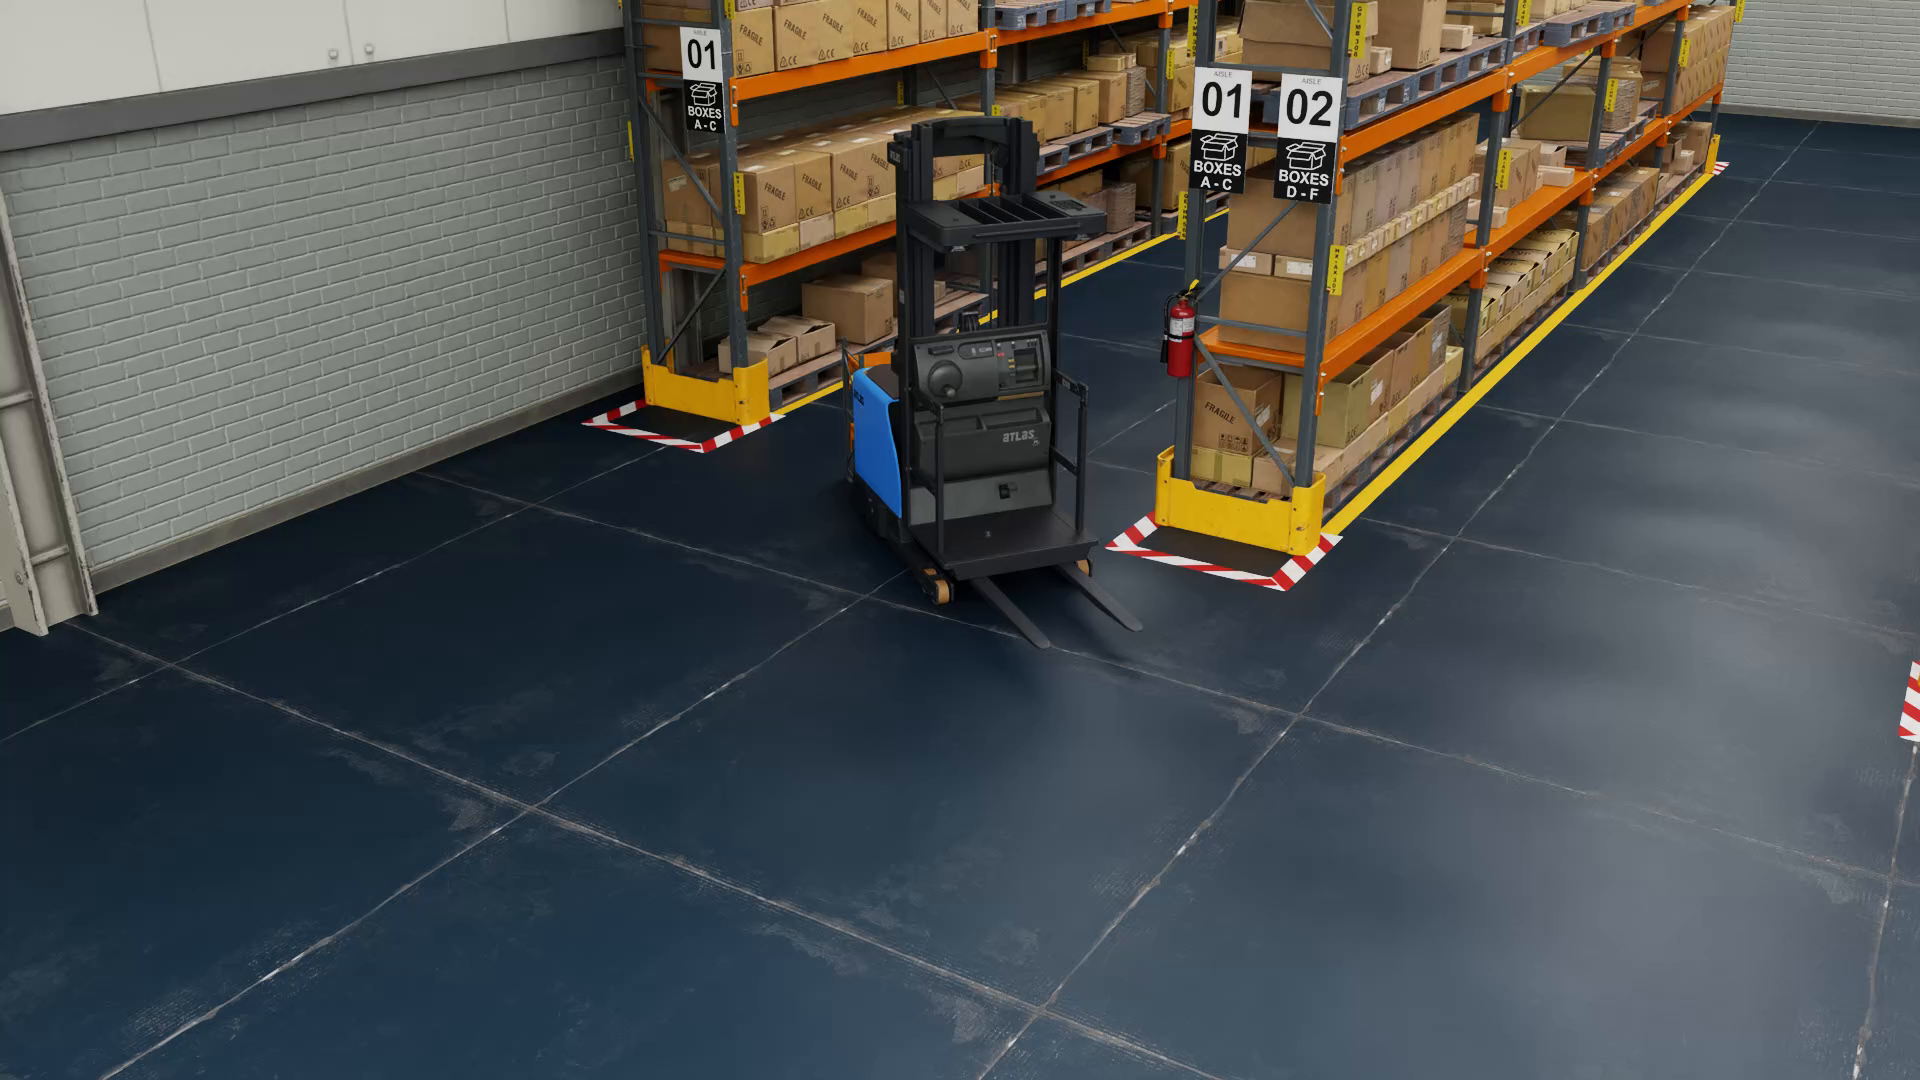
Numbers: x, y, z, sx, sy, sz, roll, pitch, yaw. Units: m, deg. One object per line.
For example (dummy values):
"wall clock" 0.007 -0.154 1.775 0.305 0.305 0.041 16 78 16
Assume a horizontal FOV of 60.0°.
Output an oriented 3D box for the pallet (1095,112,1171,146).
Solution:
"pallet" 1.709 -4.831 19.376 1.213 0.211 1.003 14 27 29

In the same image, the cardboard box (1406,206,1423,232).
"cardboard box" 3.325 -2.484 12.770 0.380 0.149 0.250 15 28 31

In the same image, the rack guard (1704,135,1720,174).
"rack guard" 10.385 -5.673 24.225 1.175 0.500 0.348 14 27 29

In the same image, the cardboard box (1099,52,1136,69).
"cardboard box" 1.838 -5.605 19.426 0.380 0.149 0.250 10 25 22

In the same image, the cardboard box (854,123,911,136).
"cardboard box" -0.635 -3.555 15.406 0.500 0.500 0.500 13 27 27

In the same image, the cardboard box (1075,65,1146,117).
"cardboard box" 1.755 -5.269 19.467 0.700 0.500 0.500 11 26 23

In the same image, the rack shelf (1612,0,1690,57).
"rack shelf" 7.260 -5.867 18.657 1.077 0.370 4.000 14 27 29

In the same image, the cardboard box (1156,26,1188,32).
"cardboard box" 2.831 -6.444 21.390 0.500 0.250 0.500 13 27 28

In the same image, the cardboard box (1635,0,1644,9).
"cardboard box" 6.950 -6.070 18.094 0.910 0.500 0.500 14 27 29

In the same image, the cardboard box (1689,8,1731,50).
"cardboard box" 10.158 -6.972 22.695 0.500 0.500 0.500 15 27 30

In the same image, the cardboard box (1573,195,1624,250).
"cardboard box" 7.228 -3.640 18.976 0.500 0.500 0.500 13 27 28

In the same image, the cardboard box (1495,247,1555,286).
"cardboard box" 5.601 -2.759 16.574 0.500 0.311 0.500 14 27 29

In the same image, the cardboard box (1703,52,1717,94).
"cardboard box" 9.881 -6.340 22.494 0.500 0.500 0.500 14 27 29

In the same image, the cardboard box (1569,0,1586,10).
"cardboard box" 5.752 -5.300 16.102 0.500 0.250 0.500 15 27 30

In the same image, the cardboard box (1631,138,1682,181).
"cardboard box" 9.301 -5.187 22.545 0.797 0.503 0.637 14 27 29

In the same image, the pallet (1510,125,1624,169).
"pallet" 6.503 -4.301 18.151 1.213 0.211 1.003 14 27 29

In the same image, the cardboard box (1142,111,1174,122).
"cardboard box" 2.365 -5.139 20.136 0.380 0.149 0.250 13 27 28

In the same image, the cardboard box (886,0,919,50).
"cardboard box" -0.710 -4.679 14.855 0.500 0.500 0.500 13 26 27

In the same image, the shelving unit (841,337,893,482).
"shelving unit" -0.310 -0.975 12.586 1.048 1.125 0.538 -8 25 -18

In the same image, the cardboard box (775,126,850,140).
"cardboard box" -1.349 -3.484 15.241 0.500 0.500 0.500 14 27 30

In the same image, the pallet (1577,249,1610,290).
"pallet" 6.631 -3.110 18.668 1.003 0.211 1.213 14 27 29

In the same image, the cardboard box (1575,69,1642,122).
"cardboard box" 7.435 -5.125 19.158 0.700 0.500 0.500 7 24 16

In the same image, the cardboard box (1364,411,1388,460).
"cardboard box" 2.982 -0.849 12.868 0.500 0.250 0.500 14 27 29

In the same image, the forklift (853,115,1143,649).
"forklift" 0.231 -1.113 10.631 1.130 2.935 3.031 -9 25 -20

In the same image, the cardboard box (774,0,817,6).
"cardboard box" -1.508 -4.611 13.439 0.500 0.500 0.500 14 27 28

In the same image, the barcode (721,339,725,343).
"barcode" -2.114 -1.759 14.857 0.001 0.075 0.075 14 27 29

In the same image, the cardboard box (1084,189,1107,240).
"cardboard box" 1.288 -3.834 19.423 0.700 0.500 0.500 14 27 29

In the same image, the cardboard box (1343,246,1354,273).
"cardboard box" 2.512 -1.966 11.573 0.380 0.149 0.250 13 27 28

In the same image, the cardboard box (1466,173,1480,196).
"cardboard box" 4.133 -3.002 13.967 0.380 0.149 0.250 14 27 29

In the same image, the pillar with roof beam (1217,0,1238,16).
"pillar with roof beam" 7.396 -8.801 20.753 9.100 9.000 0.400 14 27 29

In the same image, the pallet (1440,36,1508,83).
"pallet" 3.667 -3.838 13.176 1.003 0.211 1.213 14 27 29

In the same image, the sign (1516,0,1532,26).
"sign" 4.567 -4.330 13.450 0.100 0.325 0.005 14 27 29

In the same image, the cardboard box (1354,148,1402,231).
"cardboard box" 2.808 -2.608 12.241 0.700 0.500 0.500 14 27 29

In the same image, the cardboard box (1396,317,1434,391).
"cardboard box" 3.502 -1.532 13.502 0.500 0.500 0.500 14 27 29

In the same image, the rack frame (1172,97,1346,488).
"rack frame" 1.985 -1.445 11.313 1.000 3.000 0.127 14 27 29

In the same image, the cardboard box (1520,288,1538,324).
"cardboard box" 5.329 -2.330 16.288 0.500 0.250 0.500 14 27 30

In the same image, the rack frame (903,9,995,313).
"rack frame" -0.116 -3.832 16.827 1.000 3.000 0.127 14 27 29

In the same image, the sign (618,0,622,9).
"sign" -2.686 -4.388 13.221 0.100 0.325 0.005 14 27 29

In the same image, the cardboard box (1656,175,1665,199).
"cardboard box" 8.720 -4.560 21.338 0.500 0.311 0.500 14 27 29

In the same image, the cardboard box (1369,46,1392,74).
"cardboard box" 2.755 -3.324 11.488 0.380 0.149 0.250 14 27 29

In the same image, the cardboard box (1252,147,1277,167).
"cardboard box" 3.872 -5.492 22.838 0.750 0.750 0.750 14 27 30

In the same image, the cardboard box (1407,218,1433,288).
"cardboard box" 3.325 -2.342 13.259 0.700 0.500 0.500 14 27 30

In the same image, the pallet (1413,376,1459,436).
"pallet" 3.640 -1.256 14.386 1.003 0.211 1.213 14 27 29

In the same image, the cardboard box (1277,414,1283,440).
"cardboard box" 2.270 -0.790 12.733 0.500 0.250 0.500 14 27 29

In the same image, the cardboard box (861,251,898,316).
"cardboard box" -0.629 -2.528 16.407 0.500 0.500 0.500 12 26 25

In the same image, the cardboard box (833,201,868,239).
"cardboard box" -1.163 -2.870 14.767 0.500 0.250 0.500 13 27 28

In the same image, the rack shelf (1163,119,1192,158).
"rack shelf" 3.049 -5.527 21.648 1.077 0.370 4.000 14 27 29

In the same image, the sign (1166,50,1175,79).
"sign" 2.460 -5.567 19.476 0.100 0.325 0.005 14 27 29

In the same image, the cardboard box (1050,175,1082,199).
"cardboard box" 1.038 -3.973 18.802 0.500 0.250 0.500 14 27 29

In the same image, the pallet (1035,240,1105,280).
"pallet" 0.937 -3.229 18.943 1.003 0.211 1.213 14 27 29

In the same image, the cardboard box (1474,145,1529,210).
"cardboard box" 5.056 -3.444 15.804 0.500 0.500 0.500 14 27 29

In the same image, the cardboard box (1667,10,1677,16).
"cardboard box" 9.429 -6.910 22.552 0.500 0.500 0.500 14 27 30
